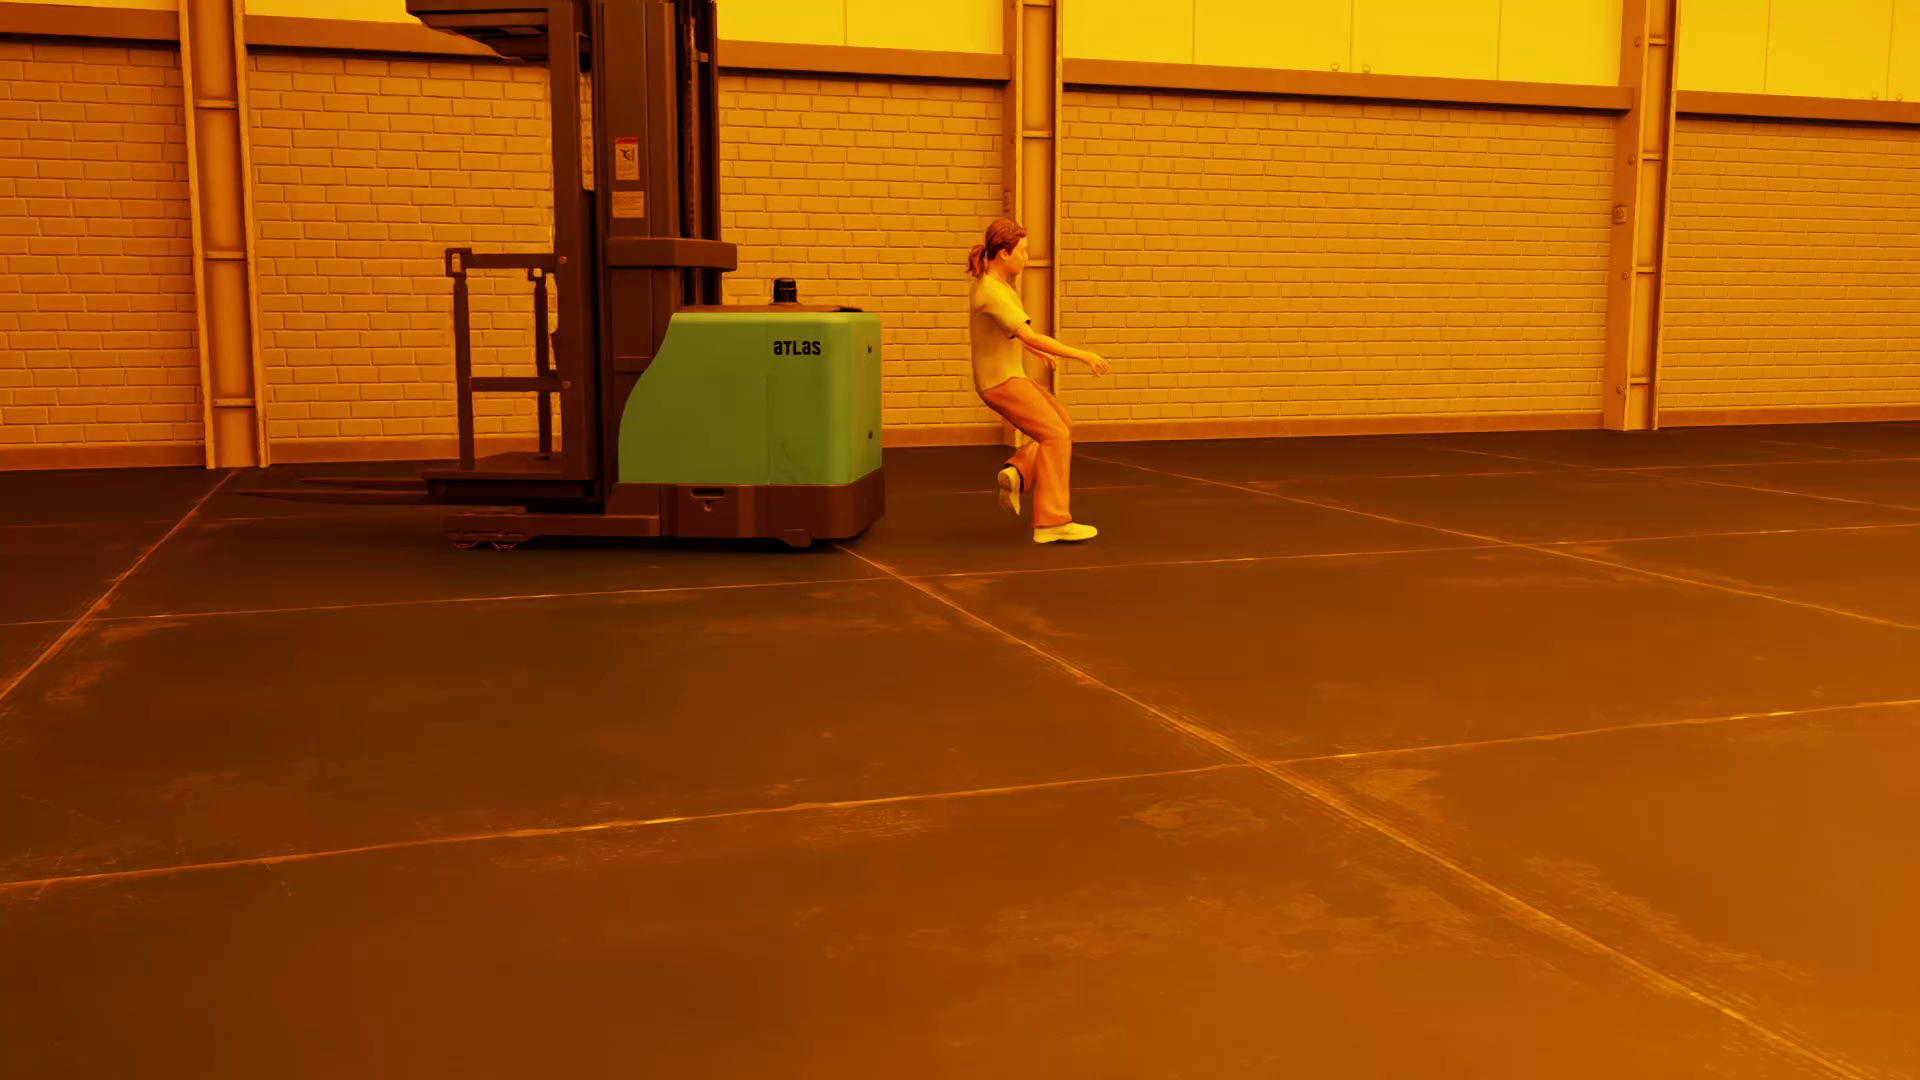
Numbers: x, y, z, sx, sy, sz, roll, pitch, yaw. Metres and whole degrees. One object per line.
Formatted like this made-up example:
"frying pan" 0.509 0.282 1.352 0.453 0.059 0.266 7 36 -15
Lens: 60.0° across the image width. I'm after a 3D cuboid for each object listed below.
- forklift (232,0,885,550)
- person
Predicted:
"forklift" -1.931 -1.478 7.914 3.031 2.935 1.130 1 8 7
"person" 0.361 -0.785 8.065 0.689 1.512 0.760 0 8 -1
